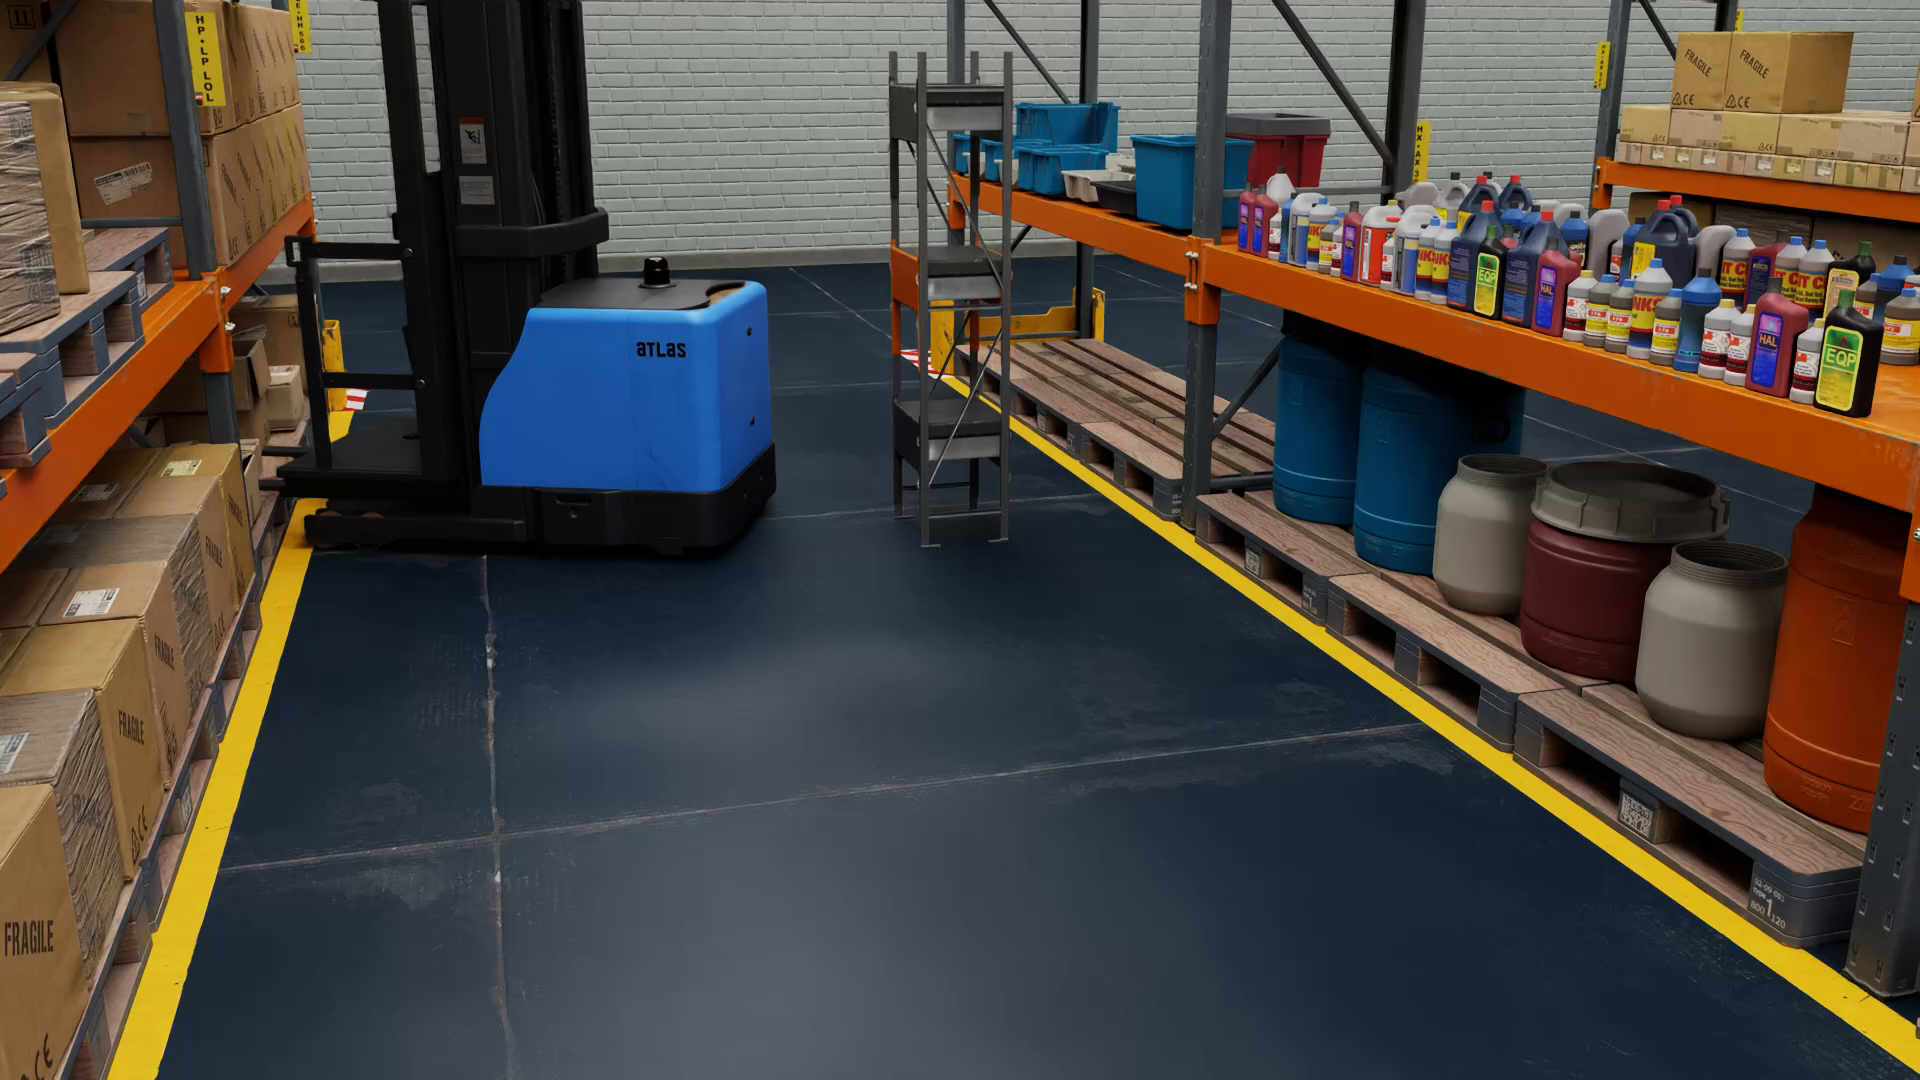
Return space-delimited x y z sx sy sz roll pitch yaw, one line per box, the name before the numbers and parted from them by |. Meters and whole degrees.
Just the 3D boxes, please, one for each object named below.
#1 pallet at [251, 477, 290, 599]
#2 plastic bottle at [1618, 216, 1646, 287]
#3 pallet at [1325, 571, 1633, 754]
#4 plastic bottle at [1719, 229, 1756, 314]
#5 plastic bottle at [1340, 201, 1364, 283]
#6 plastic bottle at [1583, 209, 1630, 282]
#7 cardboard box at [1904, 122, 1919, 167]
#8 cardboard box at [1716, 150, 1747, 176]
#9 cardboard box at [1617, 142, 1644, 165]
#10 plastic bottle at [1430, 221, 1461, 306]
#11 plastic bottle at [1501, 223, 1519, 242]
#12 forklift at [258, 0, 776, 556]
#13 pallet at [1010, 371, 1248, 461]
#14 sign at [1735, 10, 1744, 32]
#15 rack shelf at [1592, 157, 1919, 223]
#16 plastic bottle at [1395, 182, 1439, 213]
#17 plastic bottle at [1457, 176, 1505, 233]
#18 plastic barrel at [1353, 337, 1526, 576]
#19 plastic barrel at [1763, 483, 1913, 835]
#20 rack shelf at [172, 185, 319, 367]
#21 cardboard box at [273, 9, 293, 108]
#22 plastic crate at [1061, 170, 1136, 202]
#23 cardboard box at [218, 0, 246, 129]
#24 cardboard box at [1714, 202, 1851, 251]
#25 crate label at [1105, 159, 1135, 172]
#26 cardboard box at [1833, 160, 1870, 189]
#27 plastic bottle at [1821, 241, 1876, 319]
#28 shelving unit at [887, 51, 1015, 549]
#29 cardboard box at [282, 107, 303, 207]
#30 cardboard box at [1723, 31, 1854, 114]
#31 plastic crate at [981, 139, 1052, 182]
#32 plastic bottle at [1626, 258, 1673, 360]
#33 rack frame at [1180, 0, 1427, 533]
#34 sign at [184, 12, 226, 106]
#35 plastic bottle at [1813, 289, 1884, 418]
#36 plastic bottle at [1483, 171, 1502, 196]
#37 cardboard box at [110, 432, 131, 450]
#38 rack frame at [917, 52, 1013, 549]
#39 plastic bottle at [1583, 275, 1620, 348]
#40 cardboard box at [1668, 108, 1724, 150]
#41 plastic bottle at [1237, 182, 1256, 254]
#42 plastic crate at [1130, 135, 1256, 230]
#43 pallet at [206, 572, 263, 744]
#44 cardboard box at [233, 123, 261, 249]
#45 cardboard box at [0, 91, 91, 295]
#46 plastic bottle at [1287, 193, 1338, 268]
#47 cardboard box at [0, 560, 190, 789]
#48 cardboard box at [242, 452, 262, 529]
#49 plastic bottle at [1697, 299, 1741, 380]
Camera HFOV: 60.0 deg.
pallet | -3.440 0.013 7.044 1.003 0.211 1.213 -5 17 -15
plastic bottle | 2.307 -0.965 5.674 0.097 0.271 0.097 0 17 0
pallet | 2.023 0.367 5.864 1.003 0.211 1.213 -5 17 -15
plastic bottle | 2.480 -0.855 5.306 0.097 0.271 0.097 0 17 0
plastic bottle | 1.446 -1.087 6.059 0.061 0.283 0.133 -5 17 -15
plastic bottle | 2.270 -1.039 5.912 0.152 0.276 0.135 -5 17 -15
cardboard box | 5.756 -2.230 9.406 0.500 0.250 0.500 -4 17 -14
cardboard box | 5.239 -2.493 10.974 0.380 0.149 0.250 -5 17 -16
cardboard box | 4.955 -2.777 11.920 0.380 0.149 0.250 -4 17 -15
plastic bottle | 1.623 -0.922 5.532 0.097 0.271 0.097 0 17 0
plastic bottle | 1.788 -0.907 5.481 0.097 0.271 0.097 0 17 0
forklift | -2.441 -1.505 7.366 3.031 2.935 1.130 2 17 7
pallet | 0.933 -0.727 9.504 1.003 0.211 1.213 -5 17 -15
sign | 5.700 -3.729 12.227 0.100 0.325 0.005 -5 17 -15
rack shelf | 5.724 -2.124 10.559 1.077 0.370 4.000 -5 17 -15
plastic bottle | 1.931 -1.381 7.050 0.152 0.276 0.135 -5 17 -15
plastic bottle | 1.991 -1.209 6.349 0.144 0.351 0.185 -5 17 -15
plastic barrel | 1.839 -0.372 6.394 0.600 0.901 0.708 -5 17 -15
plastic barrel | 2.460 0.287 4.325 0.600 0.830 0.708 -5 17 -15
rack shelf | -3.802 -1.342 7.955 1.077 0.370 4.000 -5 17 -15
cardboard box | -3.825 -2.525 8.733 0.500 0.500 0.500 -4 17 -14
plastic crate | 0.744 -1.884 8.864 0.293 0.136 0.466 -5 17 -15
cardboard box | -3.253 -1.955 6.835 0.500 0.500 0.500 -5 18 -17
cardboard box | 5.678 -1.783 11.136 0.875 0.875 0.875 -5 17 -15
crate label | 0.976 -2.165 9.799 0.396 0.136 0.243 -5 17 -15
cardboard box | 5.522 -2.209 10.028 0.380 0.149 0.250 -5 17 -16
plastic bottle | 2.619 -0.739 4.901 0.061 0.283 0.133 -5 17 -15
shelving unit | -0.045 -1.051 7.302 0.431 2.100 0.503 -5 17 -15
cardboard box | -3.821 -2.042 8.861 0.500 0.500 0.500 -5 17 -15
cardboard box | 5.333 -3.016 10.719 0.500 0.500 0.500 -5 17 -17
plastic crate | 0.345 -2.302 10.089 0.416 0.233 0.300 -5 17 -15
plastic bottle | 1.905 -0.639 4.588 0.097 0.271 0.097 0 17 0
rack frame | 1.512 -1.524 7.310 1.000 3.000 0.127 -5 17 -15
sign | -2.719 -1.732 5.993 0.100 0.325 0.005 -5 17 -15
plastic bottle | 2.090 -0.439 3.904 0.061 0.283 0.133 -5 17 -15
plastic bottle | 2.079 -1.272 6.557 0.144 0.351 0.185 -5 17 -15
cardboard box | -3.681 -0.282 6.756 0.500 0.500 0.500 -5 17 -15
rack frame | 0.022 -0.984 7.078 0.400 2.100 0.015 -5 17 -15
plastic bottle | 1.851 -0.659 4.777 0.097 0.201 0.097 0 17 0
cardboard box | 5.196 -2.795 11.286 0.500 0.250 0.500 -5 17 -16
plastic bottle | 1.202 -1.333 6.877 0.061 0.283 0.133 -5 17 -15
plastic crate | 1.055 -1.647 7.644 0.392 0.384 0.575 -5 17 -15
pallet | -2.992 0.425 5.672 1.003 0.211 1.213 -5 17 -15
cardboard box | -3.274 -1.485 7.007 0.500 0.500 0.500 -4 17 -14
cardboard box | -2.707 -0.898 4.325 0.700 0.500 0.500 -10 19 -29
plastic bottle | 1.373 -1.205 6.465 0.152 0.276 0.135 -5 17 -15
cardboard box | -2.434 0.384 4.540 0.500 0.500 0.500 -5 18 -17
cardboard box | -3.159 -0.189 6.777 0.500 0.311 0.500 -5 17 -15
plastic bottle | 1.985 -0.524 4.329 0.097 0.201 0.097 0 17 0
